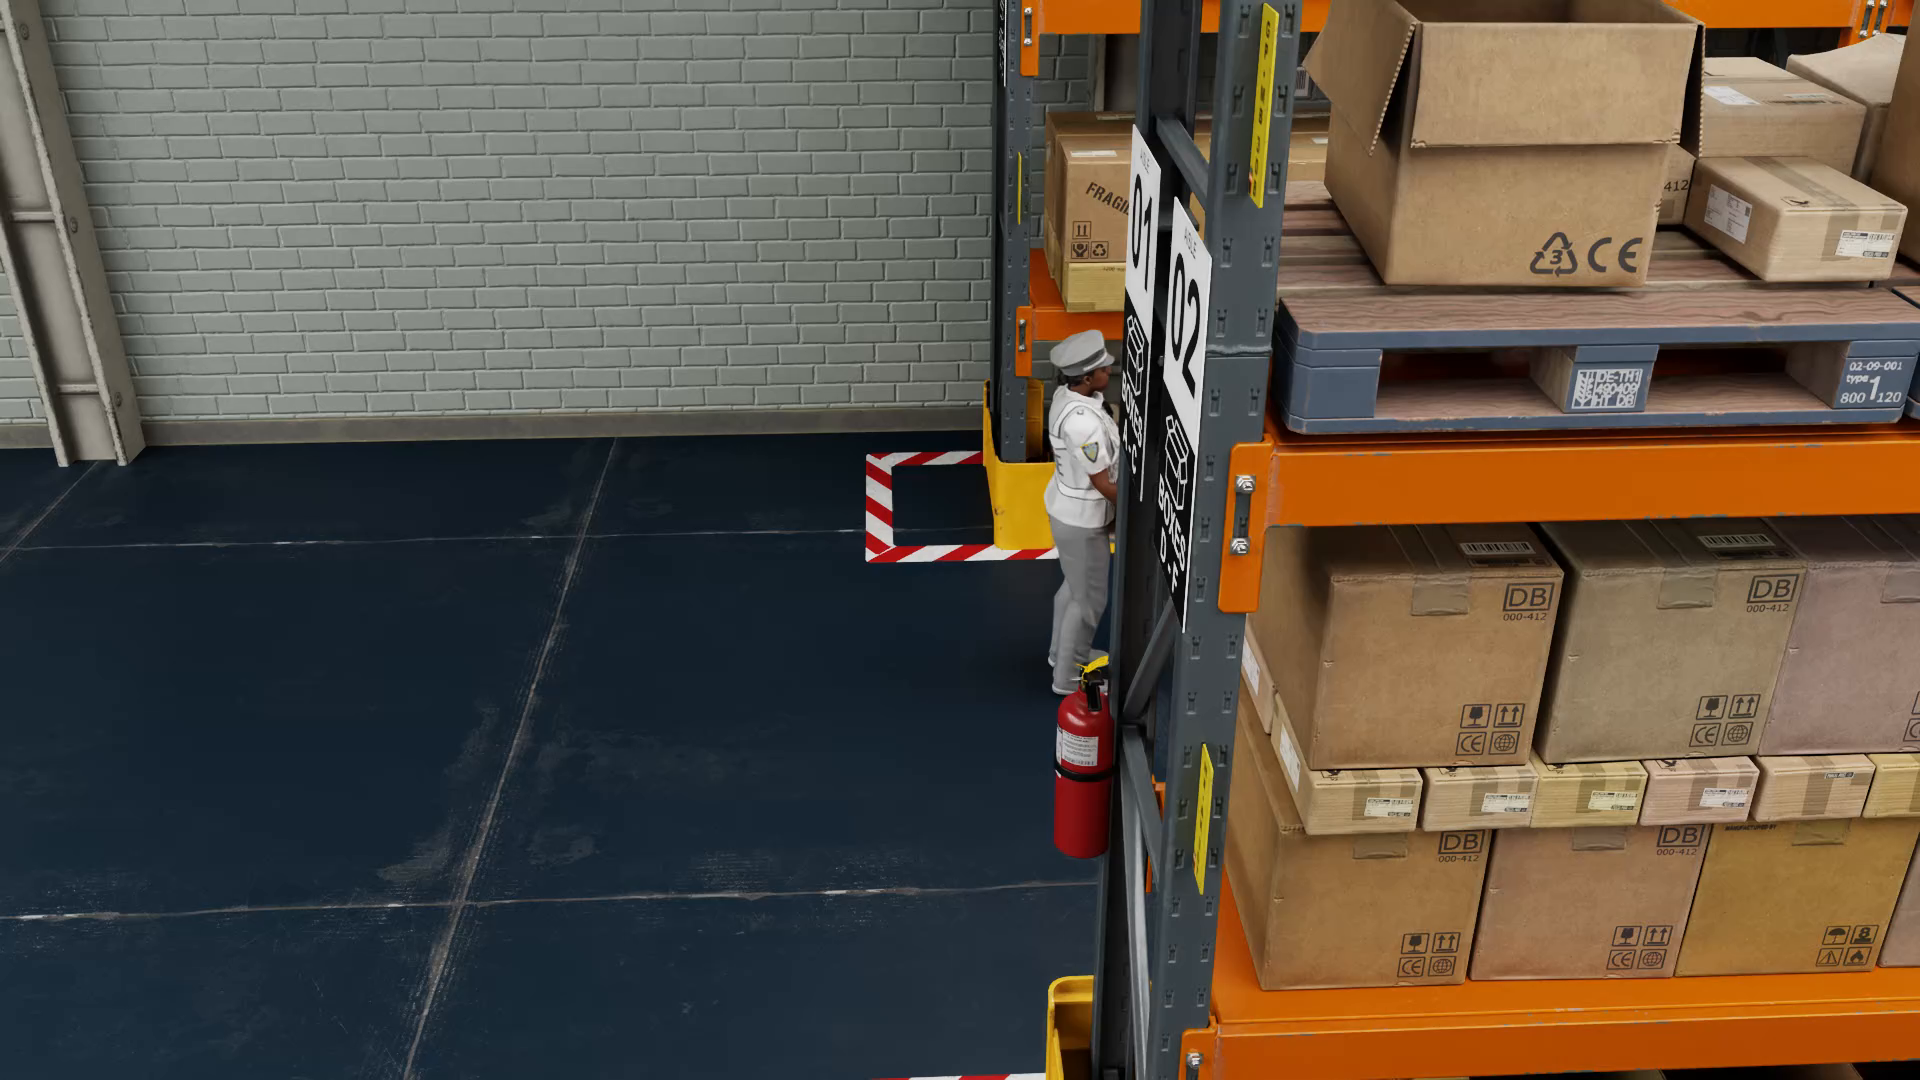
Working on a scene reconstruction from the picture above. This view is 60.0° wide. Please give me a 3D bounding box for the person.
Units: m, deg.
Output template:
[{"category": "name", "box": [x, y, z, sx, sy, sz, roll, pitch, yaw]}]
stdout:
[{"category": "person", "box": [0.625, -0.110, 7.306, 0.512, 1.692, 0.445, -1, 28, -2]}]
